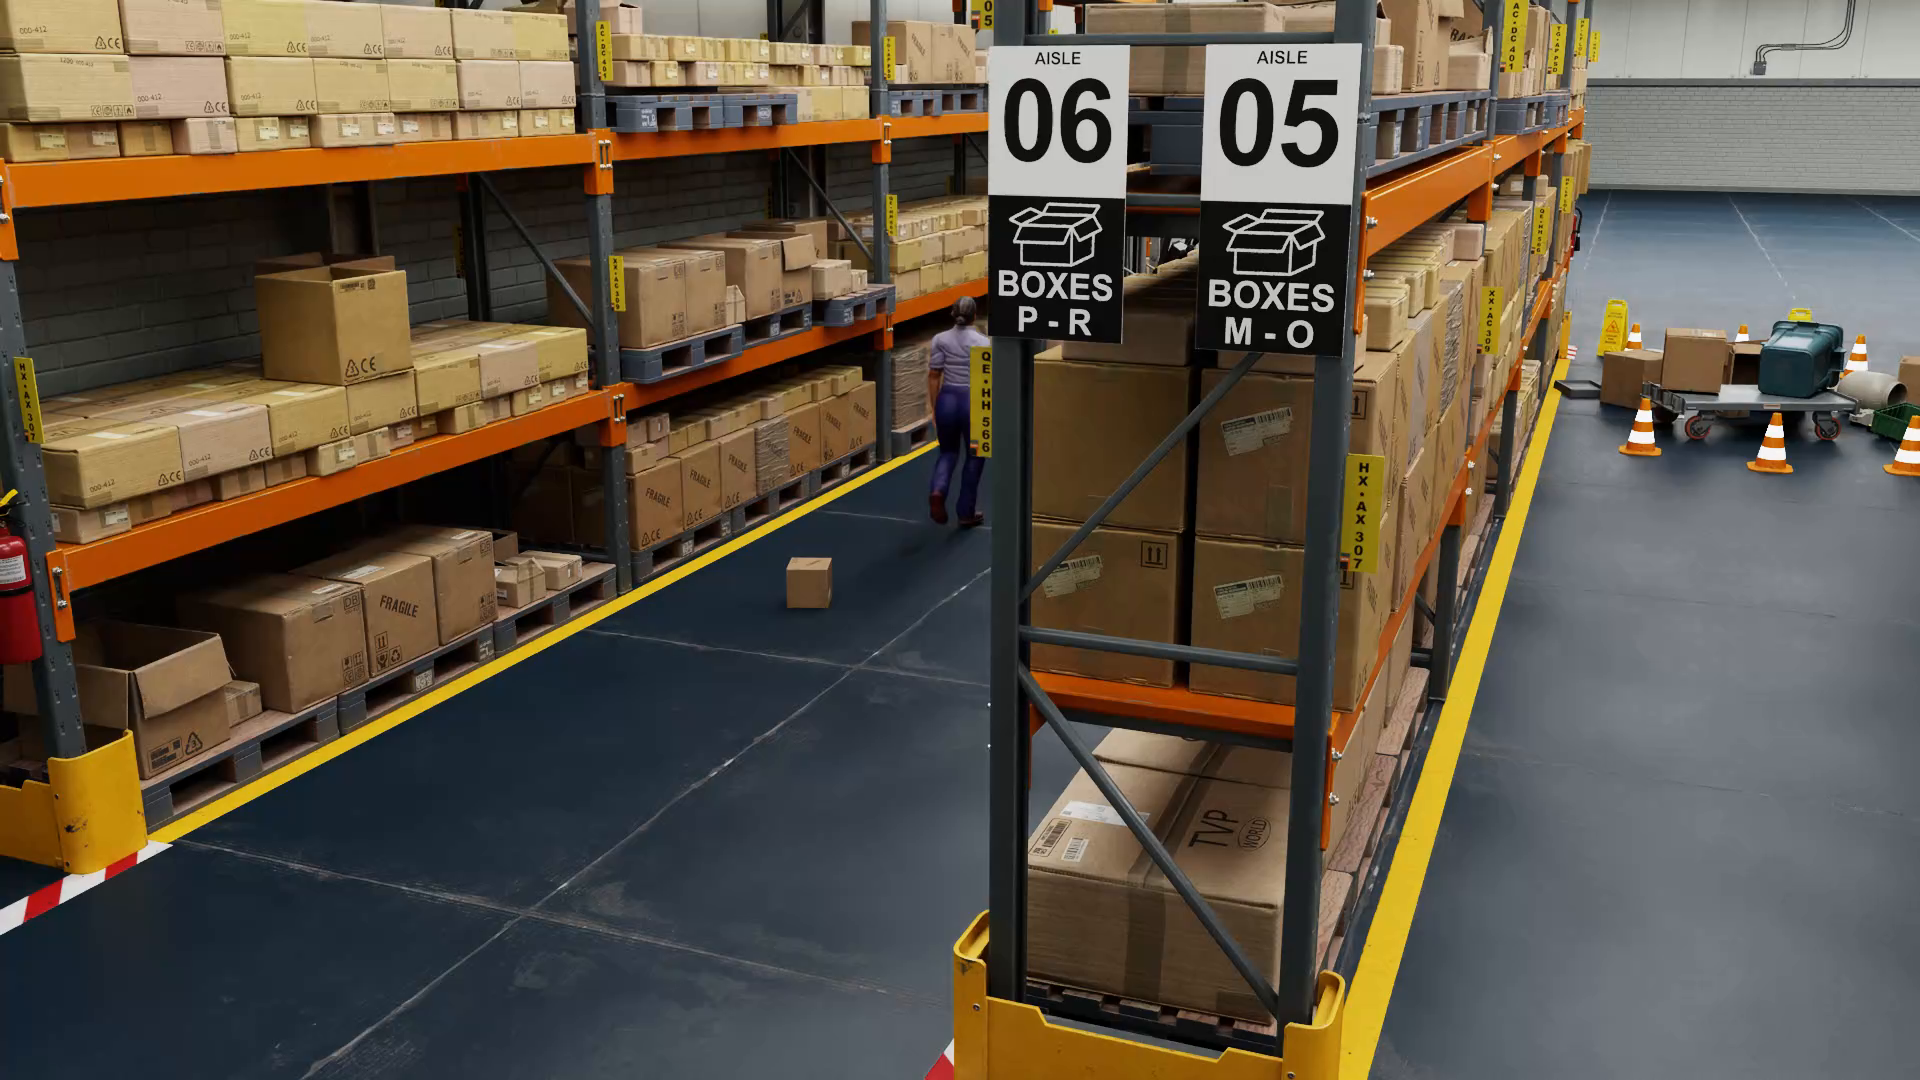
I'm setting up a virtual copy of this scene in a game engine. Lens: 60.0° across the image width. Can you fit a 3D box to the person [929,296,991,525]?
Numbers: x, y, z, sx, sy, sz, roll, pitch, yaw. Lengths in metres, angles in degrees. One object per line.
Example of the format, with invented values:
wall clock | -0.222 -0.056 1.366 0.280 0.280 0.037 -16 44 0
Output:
person | 0.006 -0.900 11.710 0.472 1.631 0.497 6 17 20
